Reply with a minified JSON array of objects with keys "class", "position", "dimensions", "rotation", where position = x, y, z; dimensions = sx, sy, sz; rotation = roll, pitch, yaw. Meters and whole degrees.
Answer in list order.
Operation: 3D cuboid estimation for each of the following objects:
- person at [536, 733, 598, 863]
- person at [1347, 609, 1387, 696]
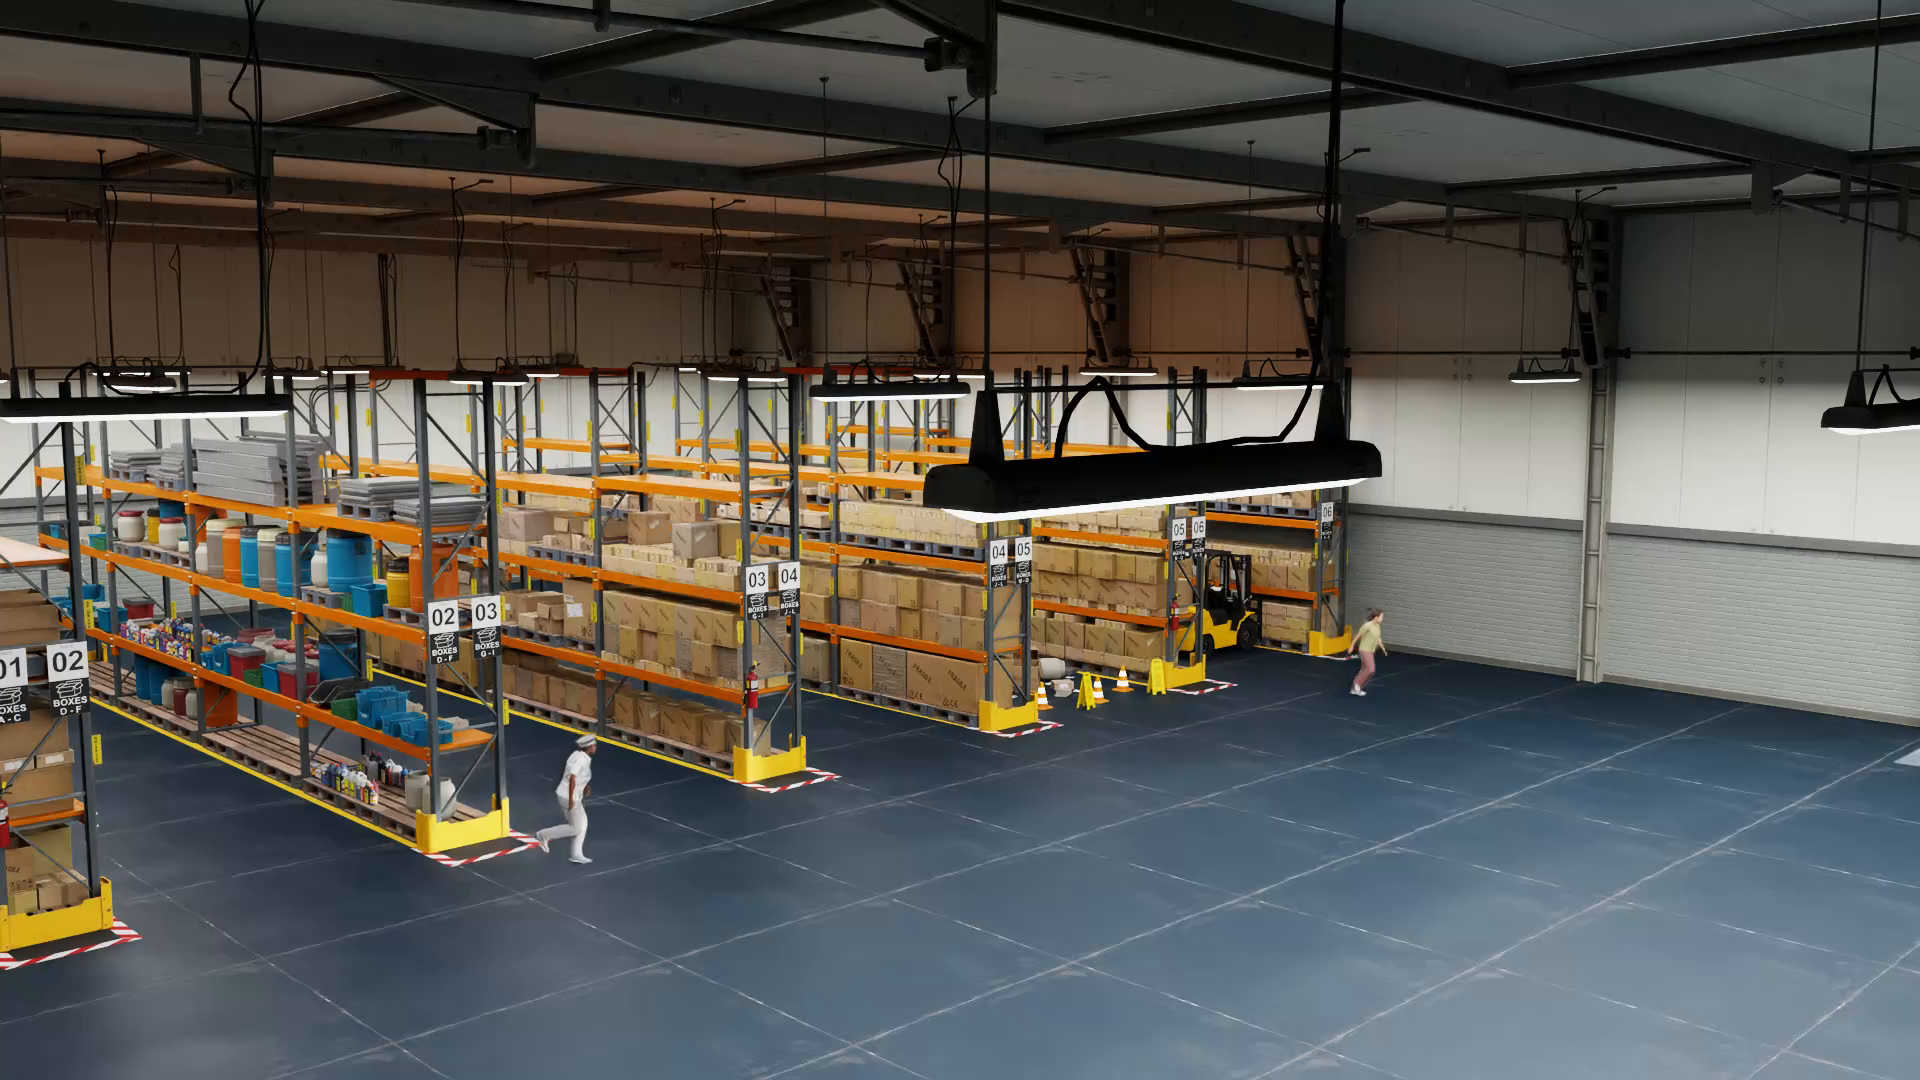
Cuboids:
[{"class":"person","position":[-4.871,3.234,20.639],"dimensions":[0.797,1.624,0.576],"rotation":[-3,7,-26]},{"class":"person","position":[7.512,2.072,30.662],"dimensions":[0.577,1.614,0.586],"rotation":[6,9,43]}]
